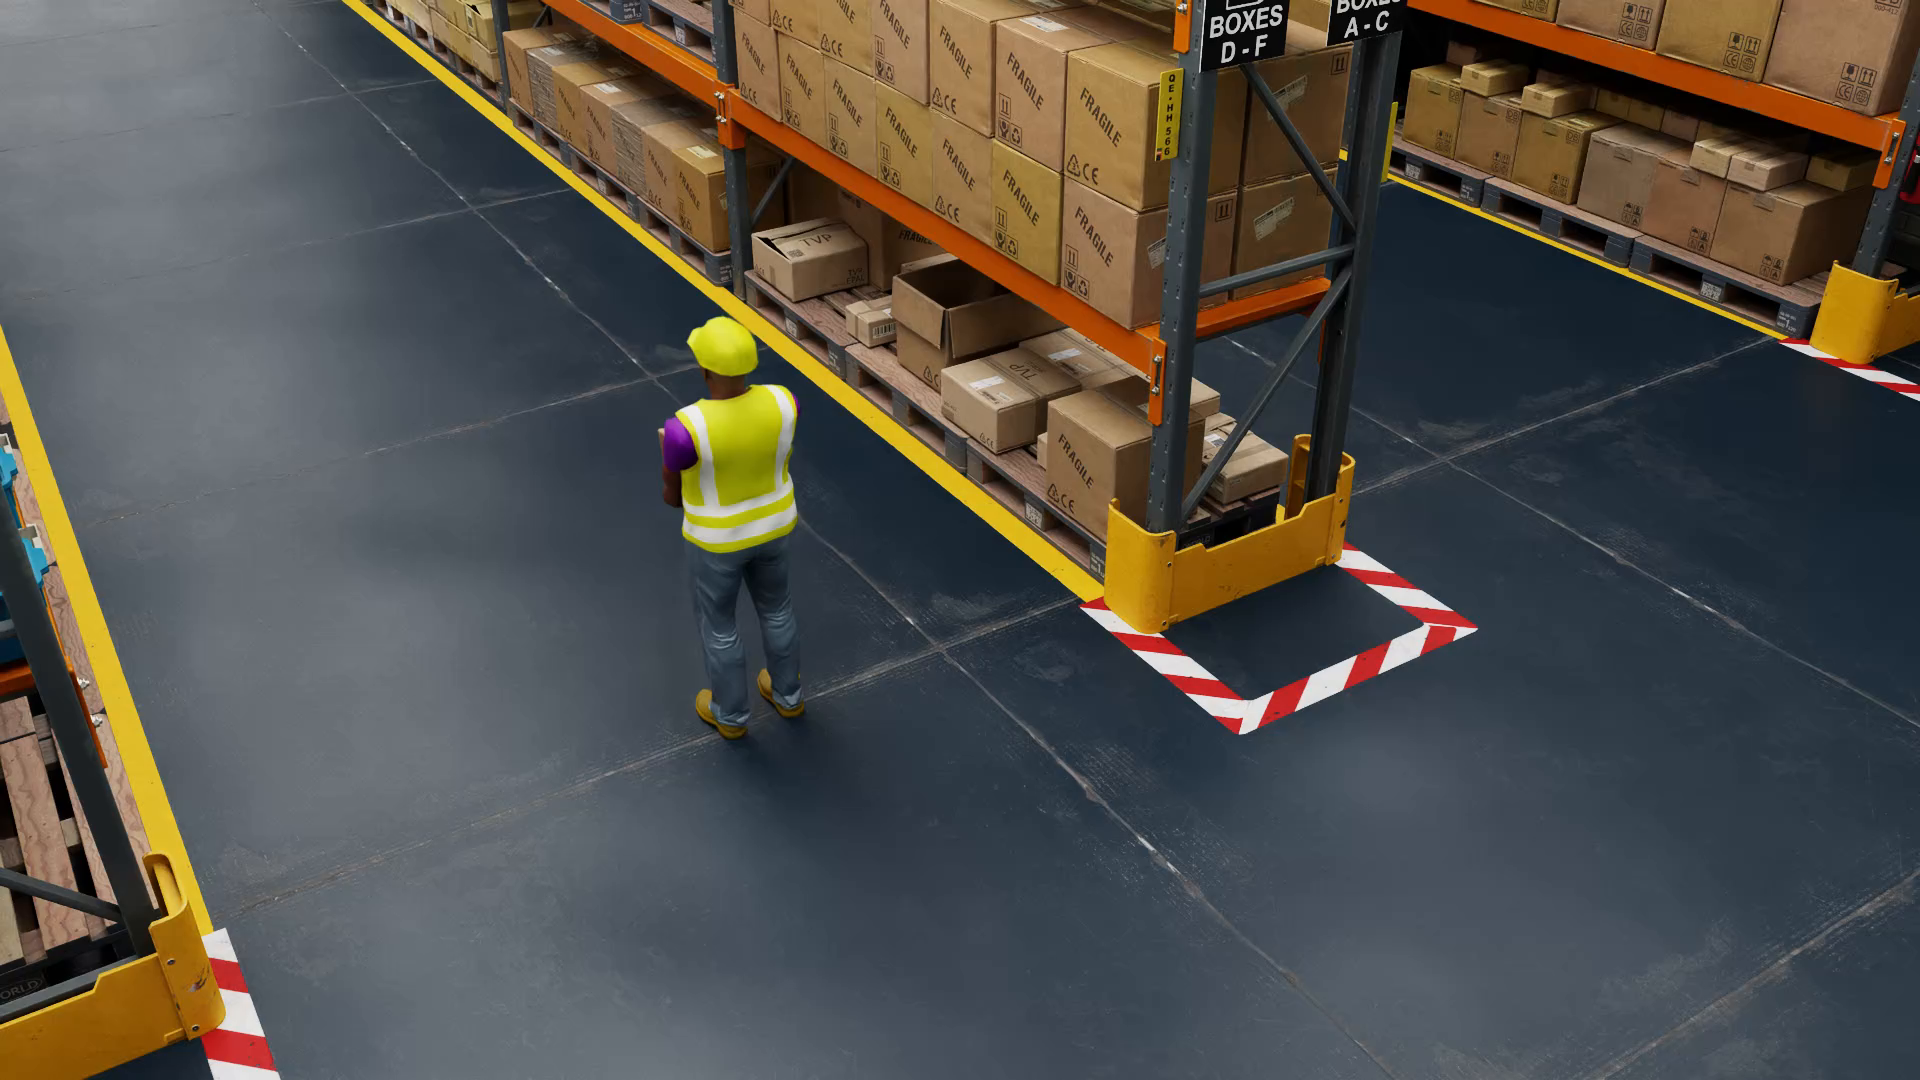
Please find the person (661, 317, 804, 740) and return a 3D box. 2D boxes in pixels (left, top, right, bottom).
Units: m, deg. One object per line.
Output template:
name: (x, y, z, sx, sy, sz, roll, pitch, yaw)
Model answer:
person: (-0.884, -0.082, 6.251, 0.501, 1.760, 0.587, -18, 37, -26)
